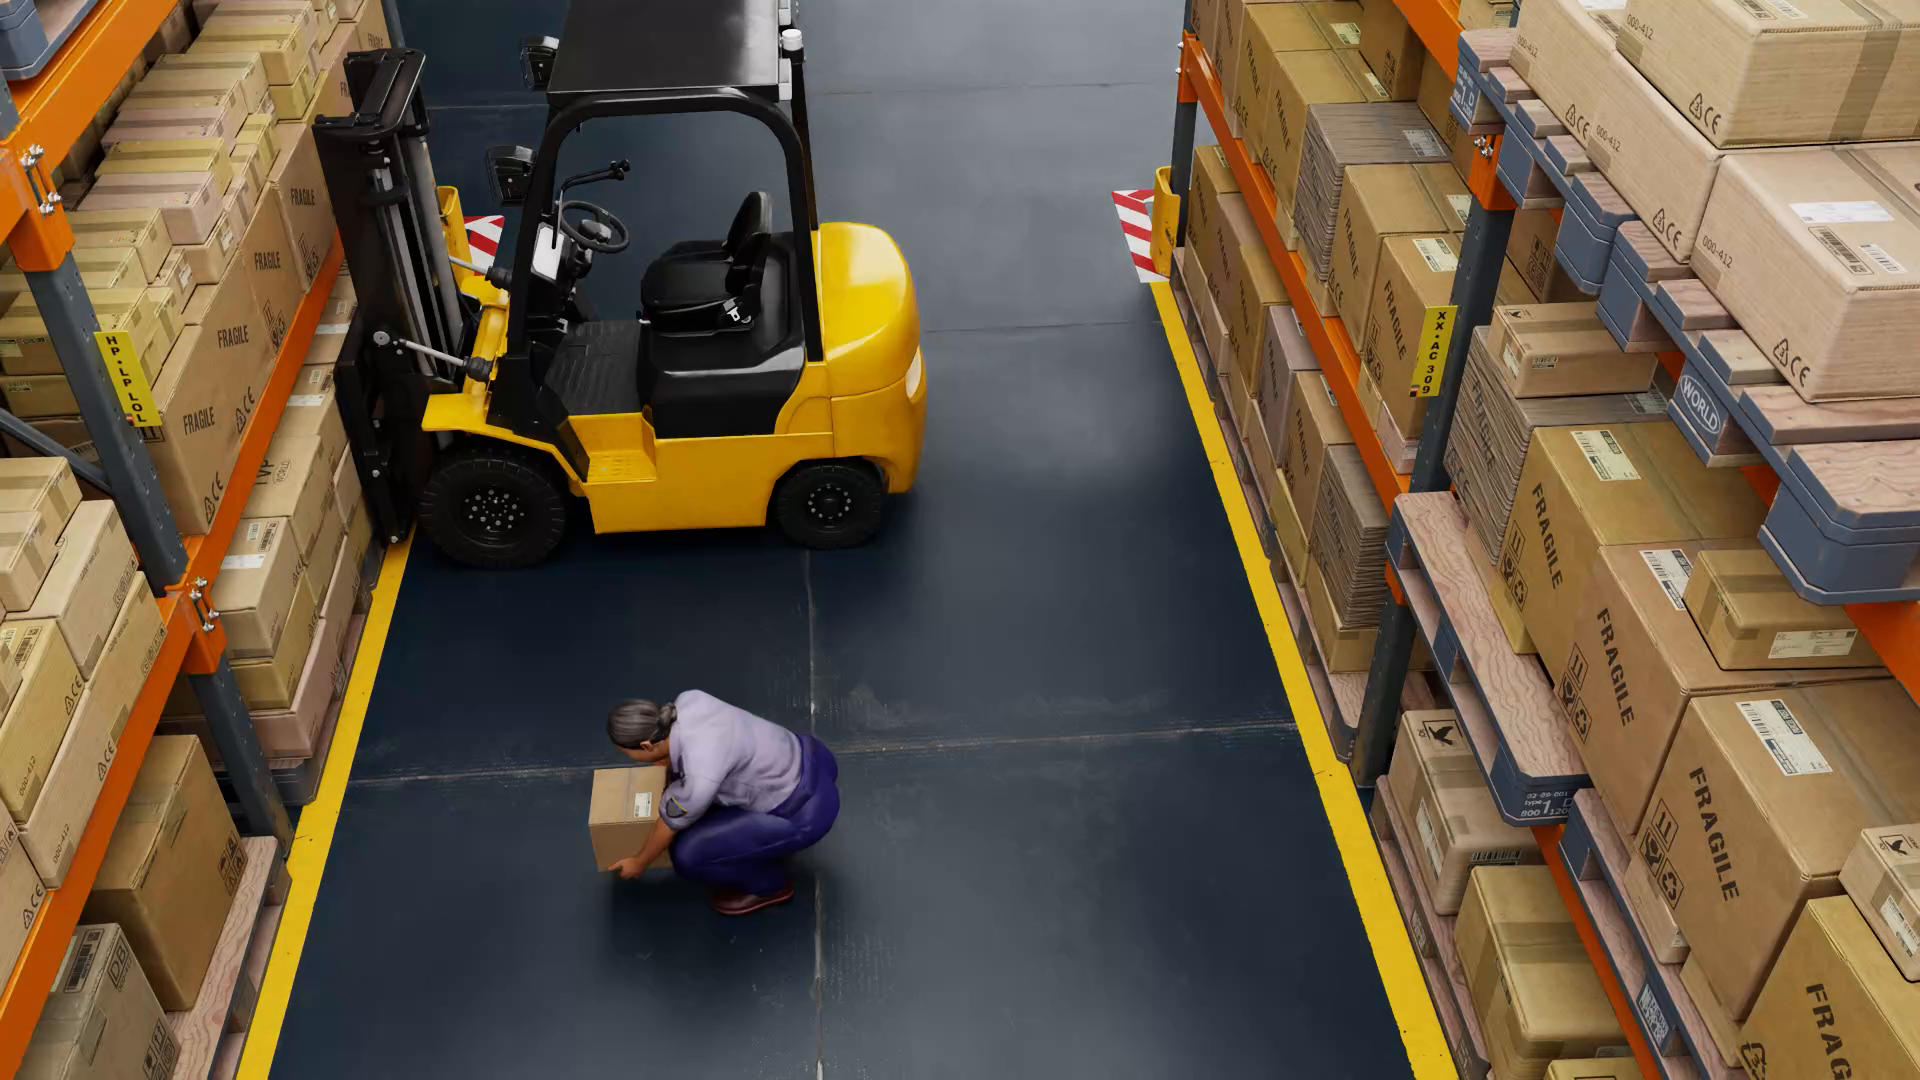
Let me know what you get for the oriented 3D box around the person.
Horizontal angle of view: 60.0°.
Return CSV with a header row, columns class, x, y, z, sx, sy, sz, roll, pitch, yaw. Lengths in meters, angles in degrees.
class,x,y,z,sx,sy,sz,roll,pitch,yaw
person,-0.821,0.851,5.701,0.809,0.940,0.497,-4,40,-5
